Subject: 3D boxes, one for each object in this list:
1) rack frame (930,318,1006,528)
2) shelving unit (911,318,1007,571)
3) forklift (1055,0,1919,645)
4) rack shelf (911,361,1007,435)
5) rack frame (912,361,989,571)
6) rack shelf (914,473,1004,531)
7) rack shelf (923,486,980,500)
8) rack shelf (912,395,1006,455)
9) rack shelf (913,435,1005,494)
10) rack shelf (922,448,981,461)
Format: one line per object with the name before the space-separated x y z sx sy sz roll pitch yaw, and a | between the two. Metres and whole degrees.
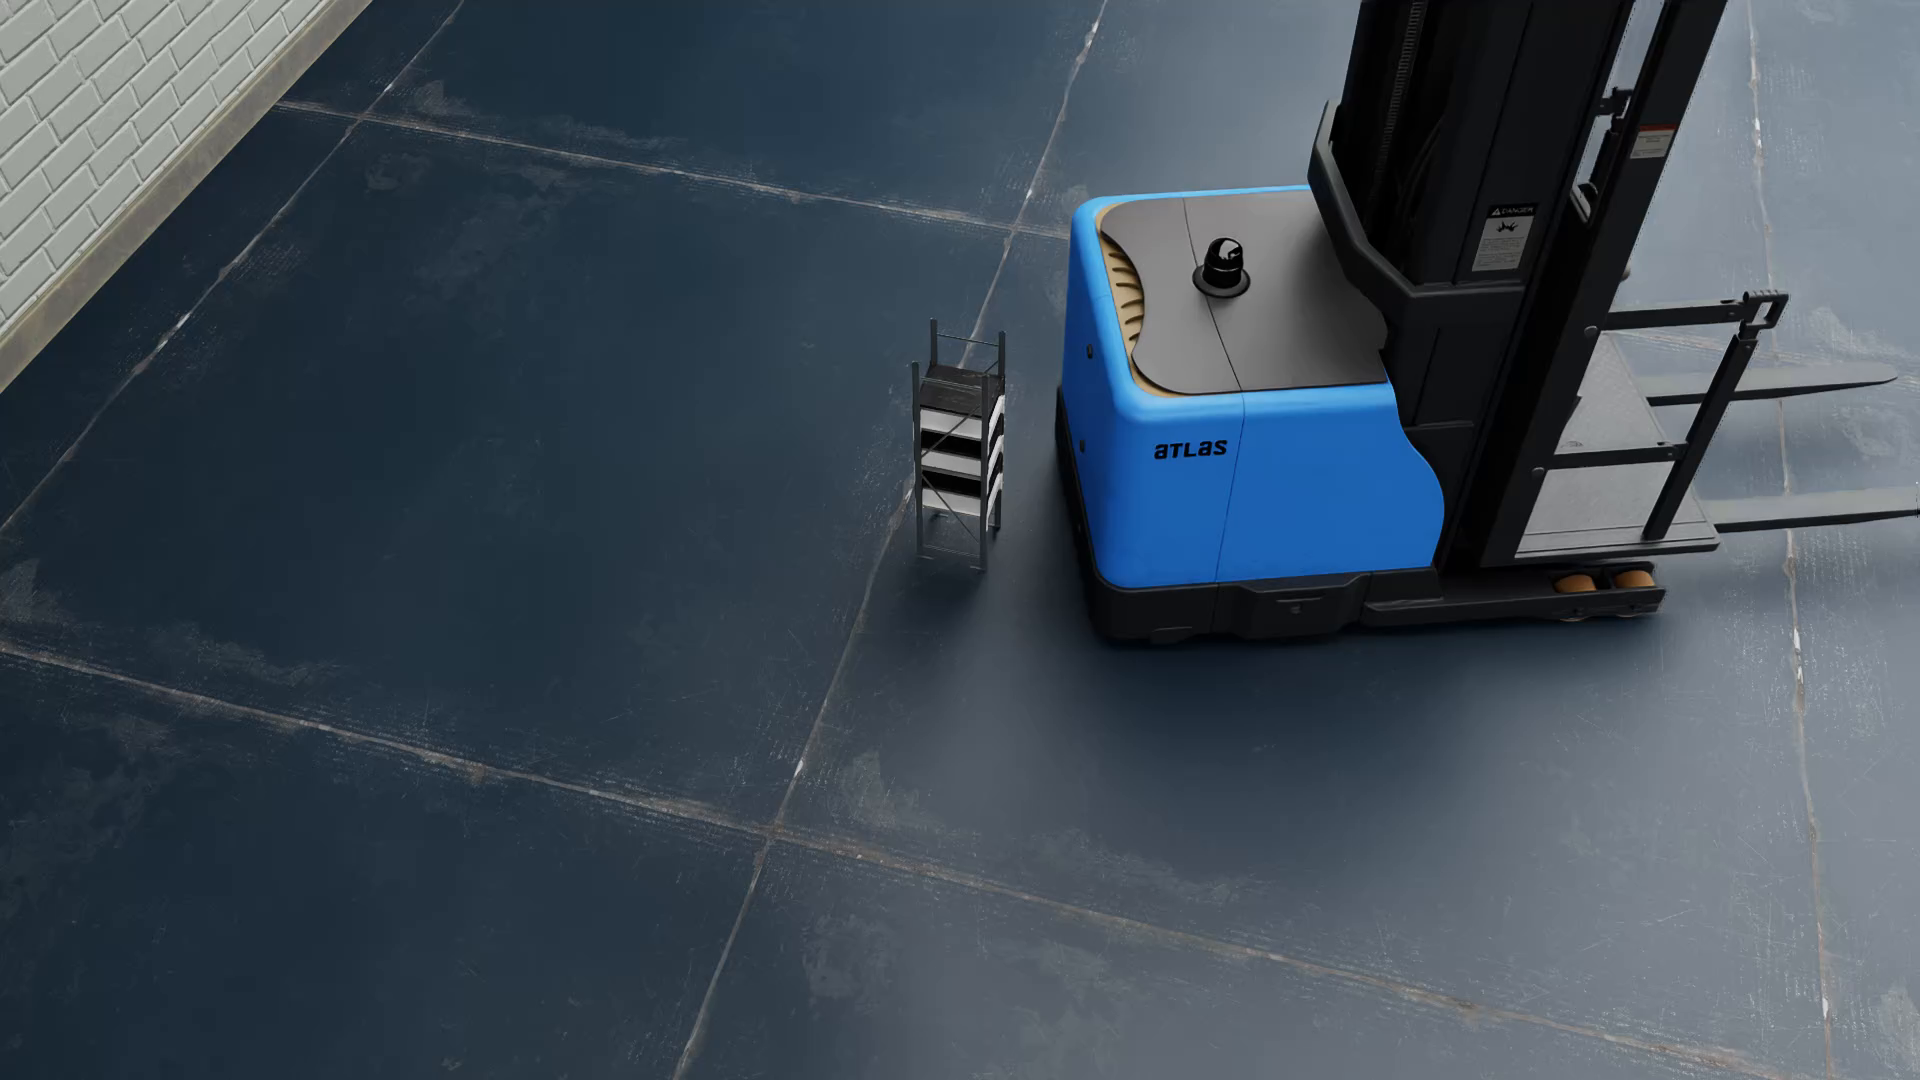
rack frame | 0.025 -0.365 5.472 0.240 0.900 0.006 12 50 10
shelving unit | -0.002 -0.292 5.407 0.258 0.900 0.210 12 50 10
forklift | 1.890 -1.094 4.760 3.031 2.935 1.130 -4 49 -4
rack shelf | -0.002 -0.449 5.230 0.258 0.077 0.200 12 50 10
rack frame | -0.029 -0.218 5.343 0.240 0.900 0.006 12 50 10
rack shelf | -0.002 -0.151 5.567 0.258 0.077 0.200 12 50 10
rack shelf | -0.002 -0.220 5.489 0.199 0.015 0.184 12 50 10
rack shelf | -0.002 -0.389 5.297 0.258 0.077 0.200 12 50 10
rack shelf | -0.002 -0.270 5.432 0.258 0.077 0.200 12 50 10
rack shelf | -0.002 -0.339 5.354 0.199 0.015 0.184 12 50 10
